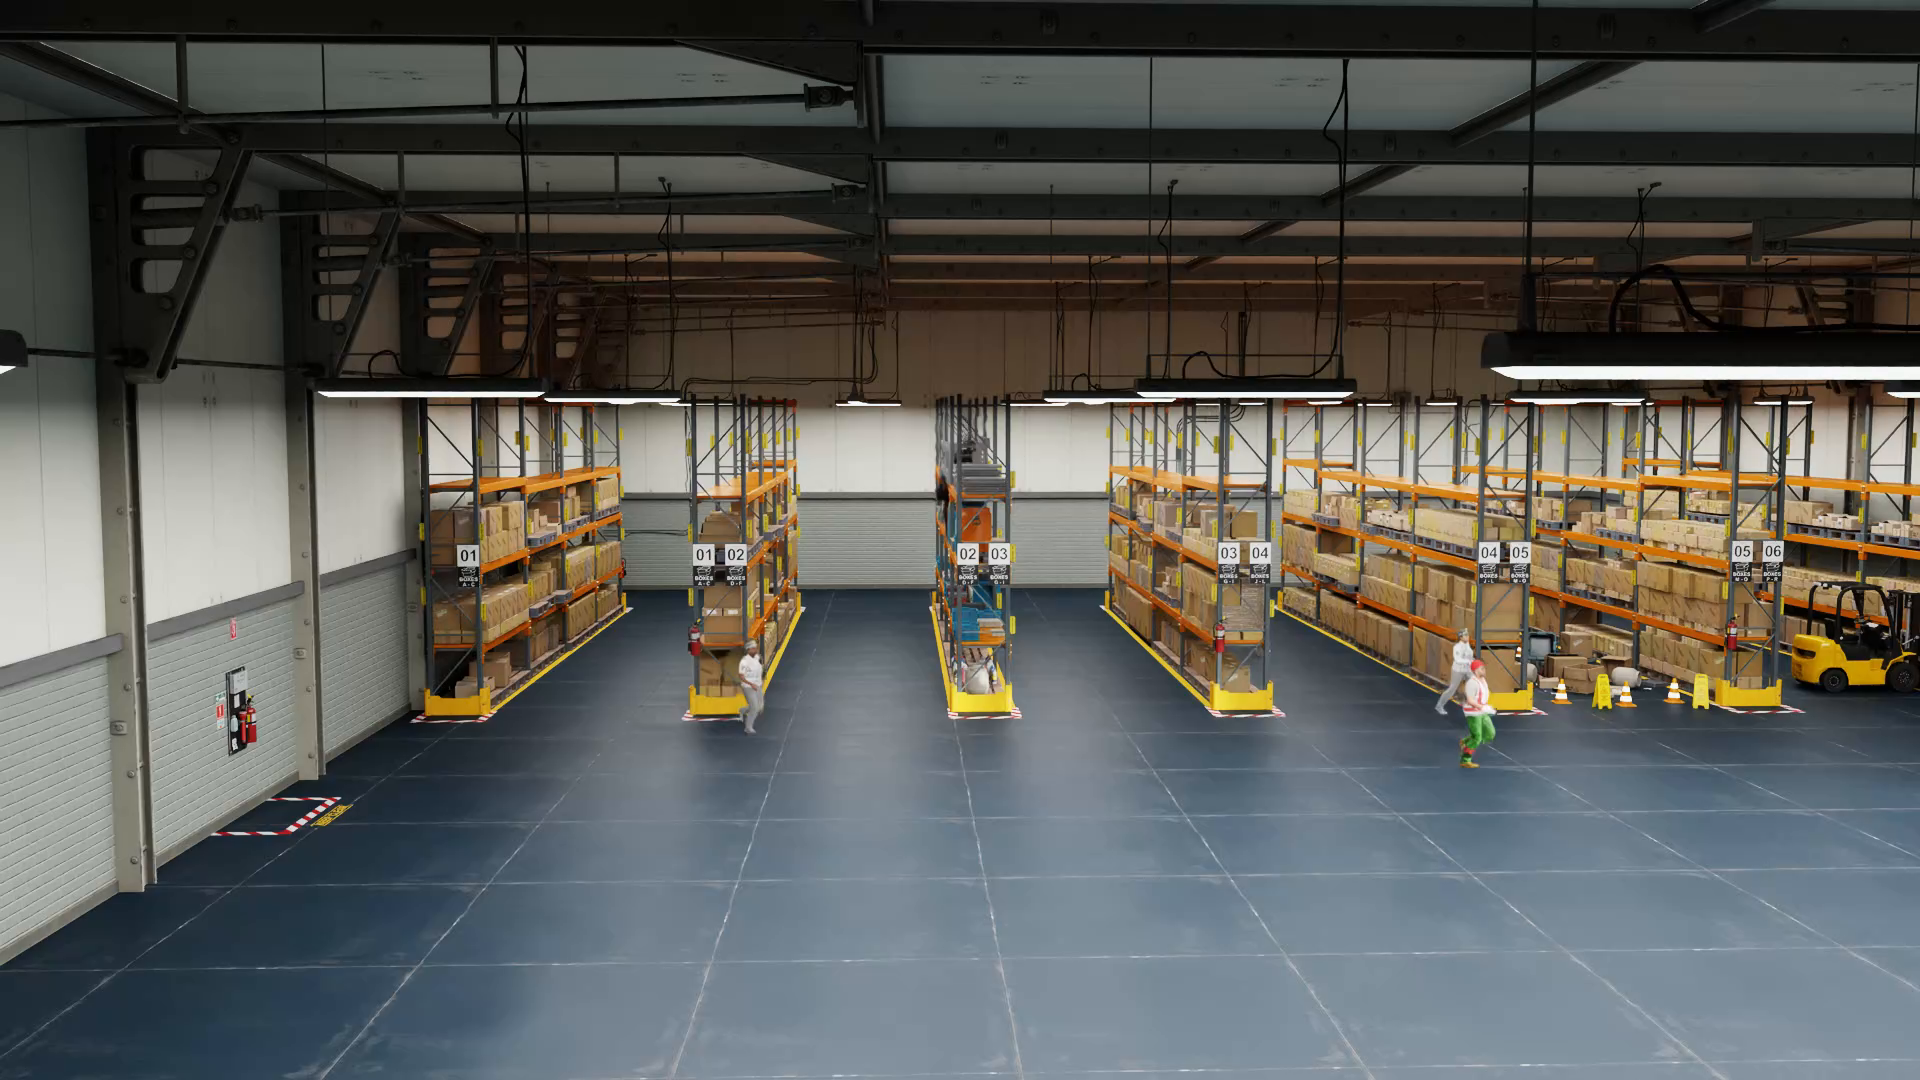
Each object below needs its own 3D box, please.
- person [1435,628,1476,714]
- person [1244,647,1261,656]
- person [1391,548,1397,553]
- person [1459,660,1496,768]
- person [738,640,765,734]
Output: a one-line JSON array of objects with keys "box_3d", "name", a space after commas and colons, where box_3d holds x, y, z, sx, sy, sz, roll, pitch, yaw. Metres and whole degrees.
[{"box_3d": [9.264, 2.460, 30.770, 0.624, 1.725, 0.864, -4, 6, -38], "name": "person"}, {"box_3d": [6.844, 1.836, 38.869, 0.597, 1.652, 0.917, -1, 5, -10], "name": "person"}, {"box_3d": [12.867, 1.004, 49.274, 0.940, 1.663, 0.579, -1, 5, -17], "name": "person"}, {"box_3d": [8.269, 2.769, 26.484, 0.656, 1.742, 0.699, 4, 6, 40], "name": "person"}, {"box_3d": [-3.699, 2.598, 29.420, 0.607, 1.664, 0.593, 3, 6, 37], "name": "person"}]
